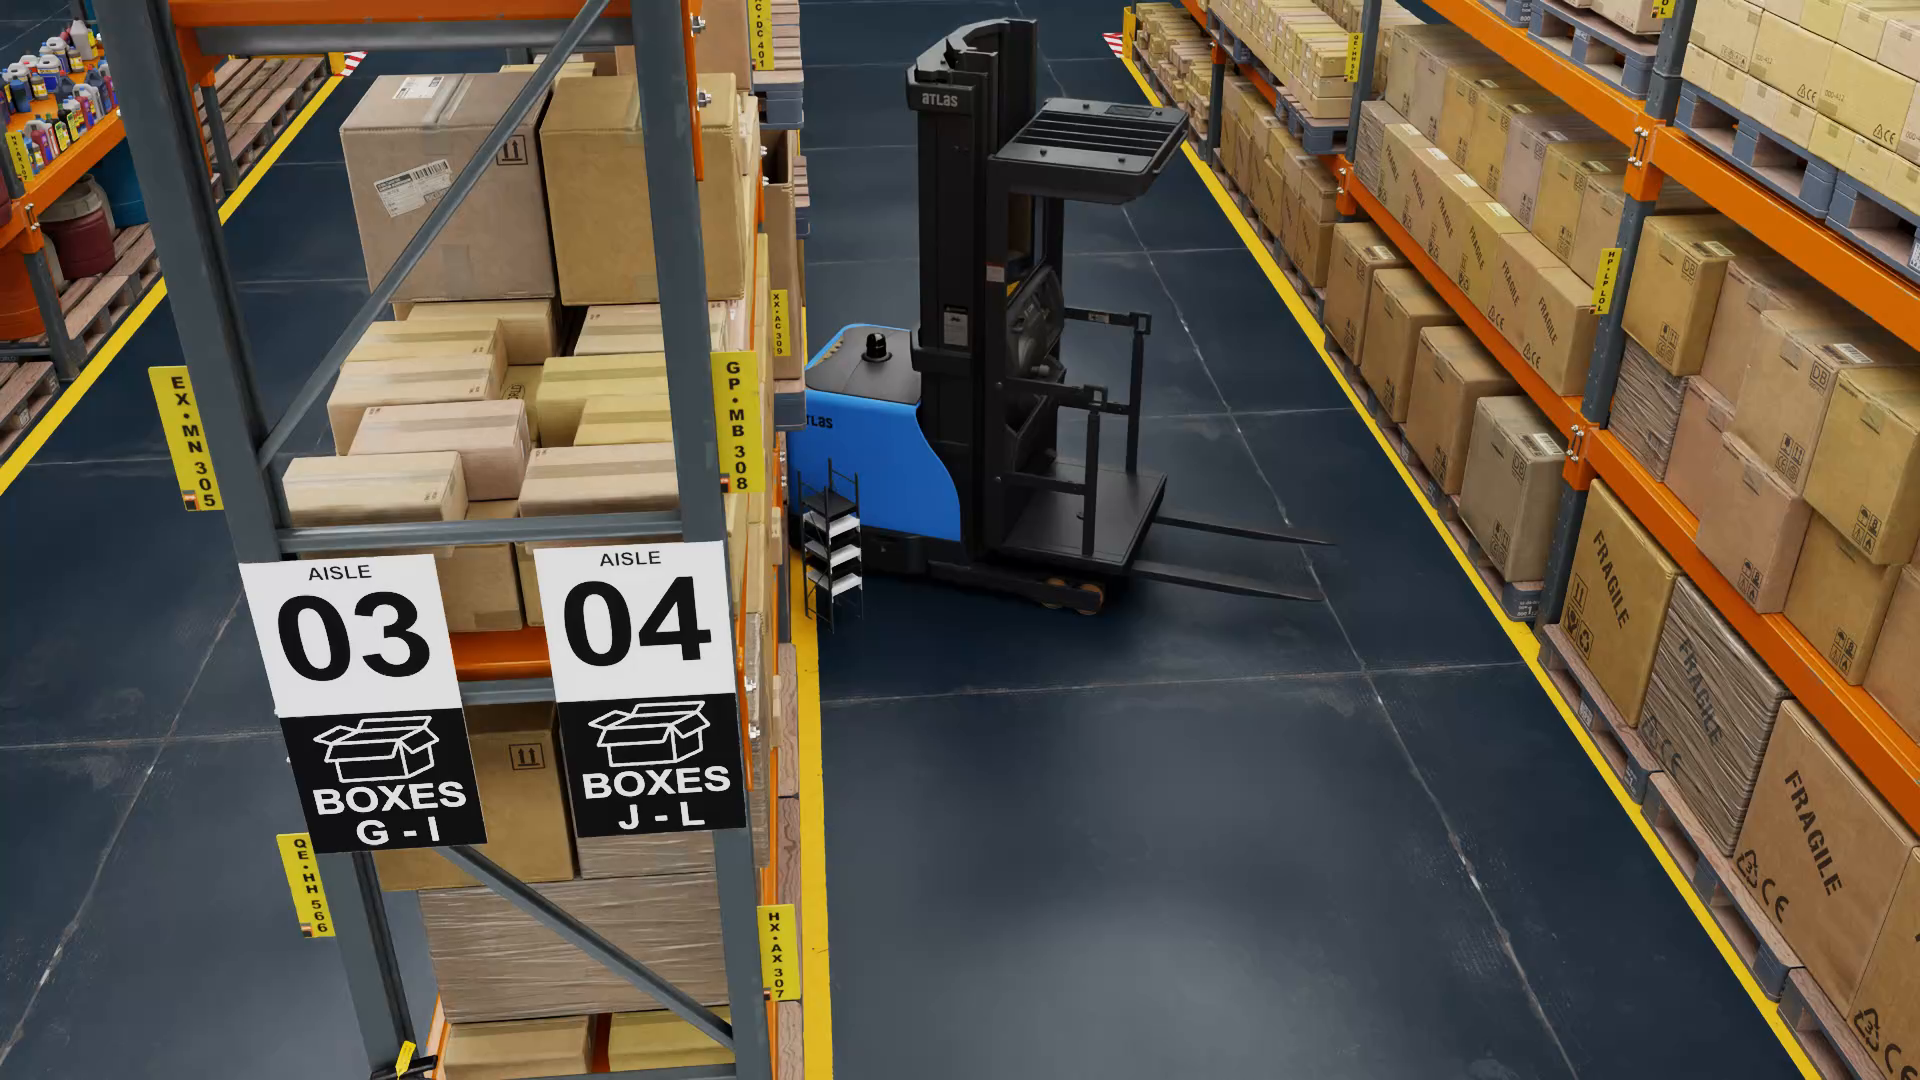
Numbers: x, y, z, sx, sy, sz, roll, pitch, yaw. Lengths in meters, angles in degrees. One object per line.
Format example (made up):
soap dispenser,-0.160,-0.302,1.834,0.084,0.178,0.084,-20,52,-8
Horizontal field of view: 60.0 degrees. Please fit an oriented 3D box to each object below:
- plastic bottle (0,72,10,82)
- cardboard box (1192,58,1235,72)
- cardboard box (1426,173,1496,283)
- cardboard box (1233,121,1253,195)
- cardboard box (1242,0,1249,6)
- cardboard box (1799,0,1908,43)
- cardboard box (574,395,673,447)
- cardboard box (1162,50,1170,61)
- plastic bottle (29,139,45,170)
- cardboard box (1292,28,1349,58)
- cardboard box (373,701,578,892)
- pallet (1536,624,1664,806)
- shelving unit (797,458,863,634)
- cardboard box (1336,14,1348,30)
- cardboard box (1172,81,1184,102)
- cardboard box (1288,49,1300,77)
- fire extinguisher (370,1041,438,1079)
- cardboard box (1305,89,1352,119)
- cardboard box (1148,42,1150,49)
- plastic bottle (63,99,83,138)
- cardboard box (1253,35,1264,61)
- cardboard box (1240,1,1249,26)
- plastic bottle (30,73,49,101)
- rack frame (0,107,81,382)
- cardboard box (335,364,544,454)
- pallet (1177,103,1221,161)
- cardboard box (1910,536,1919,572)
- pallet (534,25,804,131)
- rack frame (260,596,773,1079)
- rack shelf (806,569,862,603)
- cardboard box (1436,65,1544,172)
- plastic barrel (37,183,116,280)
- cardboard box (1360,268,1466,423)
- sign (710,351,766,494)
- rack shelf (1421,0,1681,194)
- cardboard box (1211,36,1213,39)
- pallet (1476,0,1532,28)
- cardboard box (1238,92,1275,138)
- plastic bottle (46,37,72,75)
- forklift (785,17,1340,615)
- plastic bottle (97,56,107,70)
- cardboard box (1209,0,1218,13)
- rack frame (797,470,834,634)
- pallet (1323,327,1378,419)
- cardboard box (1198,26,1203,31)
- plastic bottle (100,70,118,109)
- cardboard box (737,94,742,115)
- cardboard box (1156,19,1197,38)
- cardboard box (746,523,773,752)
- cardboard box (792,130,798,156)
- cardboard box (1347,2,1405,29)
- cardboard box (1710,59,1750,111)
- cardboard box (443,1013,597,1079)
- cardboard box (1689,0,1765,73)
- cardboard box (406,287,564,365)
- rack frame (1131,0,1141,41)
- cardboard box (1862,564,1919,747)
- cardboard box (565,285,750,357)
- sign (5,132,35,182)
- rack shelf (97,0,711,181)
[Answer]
plastic bottle,-7.291,-3.430,12.693,0.097,0.271,0.097,0,31,0
cardboard box,2.491,-4.637,16.379,0.380,0.149,0.250,-2,31,-3
cardboard box,3.112,-1.852,9.828,0.500,0.500,0.500,-3,31,-5
cardboard box,2.680,-3.312,14.398,0.500,0.500,0.500,-1,31,-2
cardboard box,2.501,-4.438,13.511,0.380,0.149,0.250,-3,31,-5
cardboard box,3.339,-1.935,6.099,0.380,0.149,0.250,-3,31,-5
cardboard box,-0.726,-0.235,4.051,0.380,0.149,0.250,-2,31,-4
cardboard box,2.359,-5.181,17.579,0.380,0.149,0.250,-4,31,-7
plastic bottle,-6.393,-2.660,11.473,0.097,0.201,0.097,0,31,0
cardboard box,2.649,-3.641,12.176,0.380,0.149,0.250,-2,31,-3
cardboard box,-1.300,0.579,4.493,0.500,0.500,0.500,-3,31,-5
pallet,3.564,0.809,8.190,1.003,0.211,1.213,-3,31,-5
shelving unit,-0.683,0.037,8.812,0.210,0.900,0.258,-25,39,-35
cardboard box,3.201,-4.074,13.191,0.380,0.149,0.250,-2,31,-3
cardboard box,2.351,-4.533,16.786,0.380,0.149,0.250,-3,31,-5
cardboard box,2.644,-3.523,12.270,0.380,0.149,0.250,-2,31,-3
fire extinguisher,-1.451,1.562,4.286,0.296,0.674,0.183,-3,31,-5
cardboard box,2.694,-3.125,11.892,0.380,0.149,0.250,-2,31,-4
cardboard box,2.286,-5.451,18.321,0.380,0.149,0.250,-3,31,-5
plastic bottle,-6.461,-3.063,12.079,0.097,0.271,0.097,0,31,0
cardboard box,2.550,-3.919,13.221,0.380,0.149,0.250,-4,31,-7
cardboard box,2.505,-4.307,13.582,0.380,0.149,0.250,-2,31,-3
plastic bottle,-7.161,-3.526,12.922,0.097,0.201,0.097,0,31,0
rack frame,-6.682,-2.399,10.842,1.000,3.000,0.127,-3,31,-5
cardboard box,-1.351,-0.264,4.489,0.500,0.250,0.500,-3,31,-4
pallet,2.726,-4.009,16.256,1.003,0.211,1.213,-3,31,-5
cardboard box,3.888,-0.026,5.670,0.875,0.550,0.550,-3,31,-5
pallet,-1.328,-2.122,7.635,1.213,0.211,1.003,-3,31,-5
rack frame,-1.003,1.448,4.401,1.000,3.000,0.127,-3,31,-5
rack shelf,-0.683,0.220,8.921,0.200,0.077,0.258,-25,39,-35
cardboard box,3.328,-2.545,10.013,0.700,0.500,0.500,-3,31,-5
plastic barrel,-6.850,-2.370,12.735,0.600,0.588,0.708,-3,31,-5
cardboard box,3.250,-1.275,10.745,1.050,0.750,0.750,-2,31,-4
sign,-0.463,-0.241,3.451,0.100,0.325,0.005,-3,31,-5
rack shelf,3.384,-2.780,9.256,1.077,0.370,4.000,-3,31,-5
cardboard box,2.824,-5.194,17.311,0.380,0.149,0.250,-4,31,-6
pallet,3.418,-3.132,9.328,1.003,0.211,1.213,-1,31,-2
cardboard box,2.682,-3.632,14.203,0.500,0.250,0.500,-2,31,-3
plastic bottle,-7.357,-3.947,13.554,0.152,0.276,0.135,-3,31,-5
forklift,0.591,-1.157,8.829,3.031,2.935,1.130,10,32,16
plastic bottle,-6.725,-3.672,13.099,0.097,0.271,0.097,0,31,0
cardboard box,2.402,-4.714,14.553,0.380,0.149,0.250,-4,31,-7
rack frame,-0.758,0.072,8.753,0.006,0.900,0.240,-25,39,-35
pallet,3.196,-1.219,11.586,1.003,0.211,1.213,-3,31,-5
cardboard box,2.754,-5.599,18.280,0.380,0.149,0.250,-3,31,-6
plastic bottle,-6.514,-3.458,12.729,0.061,0.283,0.133,-3,31,-5
cardboard box,-1.015,-1.572,6.289,0.380,0.149,0.250,-4,31,-7
cardboard box,2.308,-5.442,17.727,0.380,0.149,0.250,-4,31,-7
cardboard box,-0.823,0.299,4.963,0.500,0.500,0.500,-3,31,-5
cardboard box,-1.870,-2.713,13.030,1.225,0.875,0.875,-3,31,-4
cardboard box,3.223,-4.066,12.889,0.380,0.149,0.250,-2,31,-3
cardboard box,3.293,-1.849,6.734,0.380,0.149,0.250,-3,31,-4
cardboard box,-1.235,1.420,4.693,0.380,0.149,0.250,-3,31,-5
cardboard box,3.338,-2.091,6.751,0.500,0.250,0.500,-3,31,-4
cardboard box,-1.328,-0.606,4.672,0.380,0.149,0.250,-2,31,-4
rack frame,2.450,-6.907,18.389,1.000,3.000,0.127,-3,31,-5
cardboard box,3.865,0.439,5.945,0.875,0.550,0.550,-3,31,-5
cardboard box,-0.887,-0.550,4.967,0.500,0.250,0.500,-3,31,-5
sign,-6.135,-2.499,10.850,0.100,0.325,0.005,-3,31,-5
rack shelf,-1.190,-1.838,4.758,1.077,0.370,4.000,-3,31,-5
